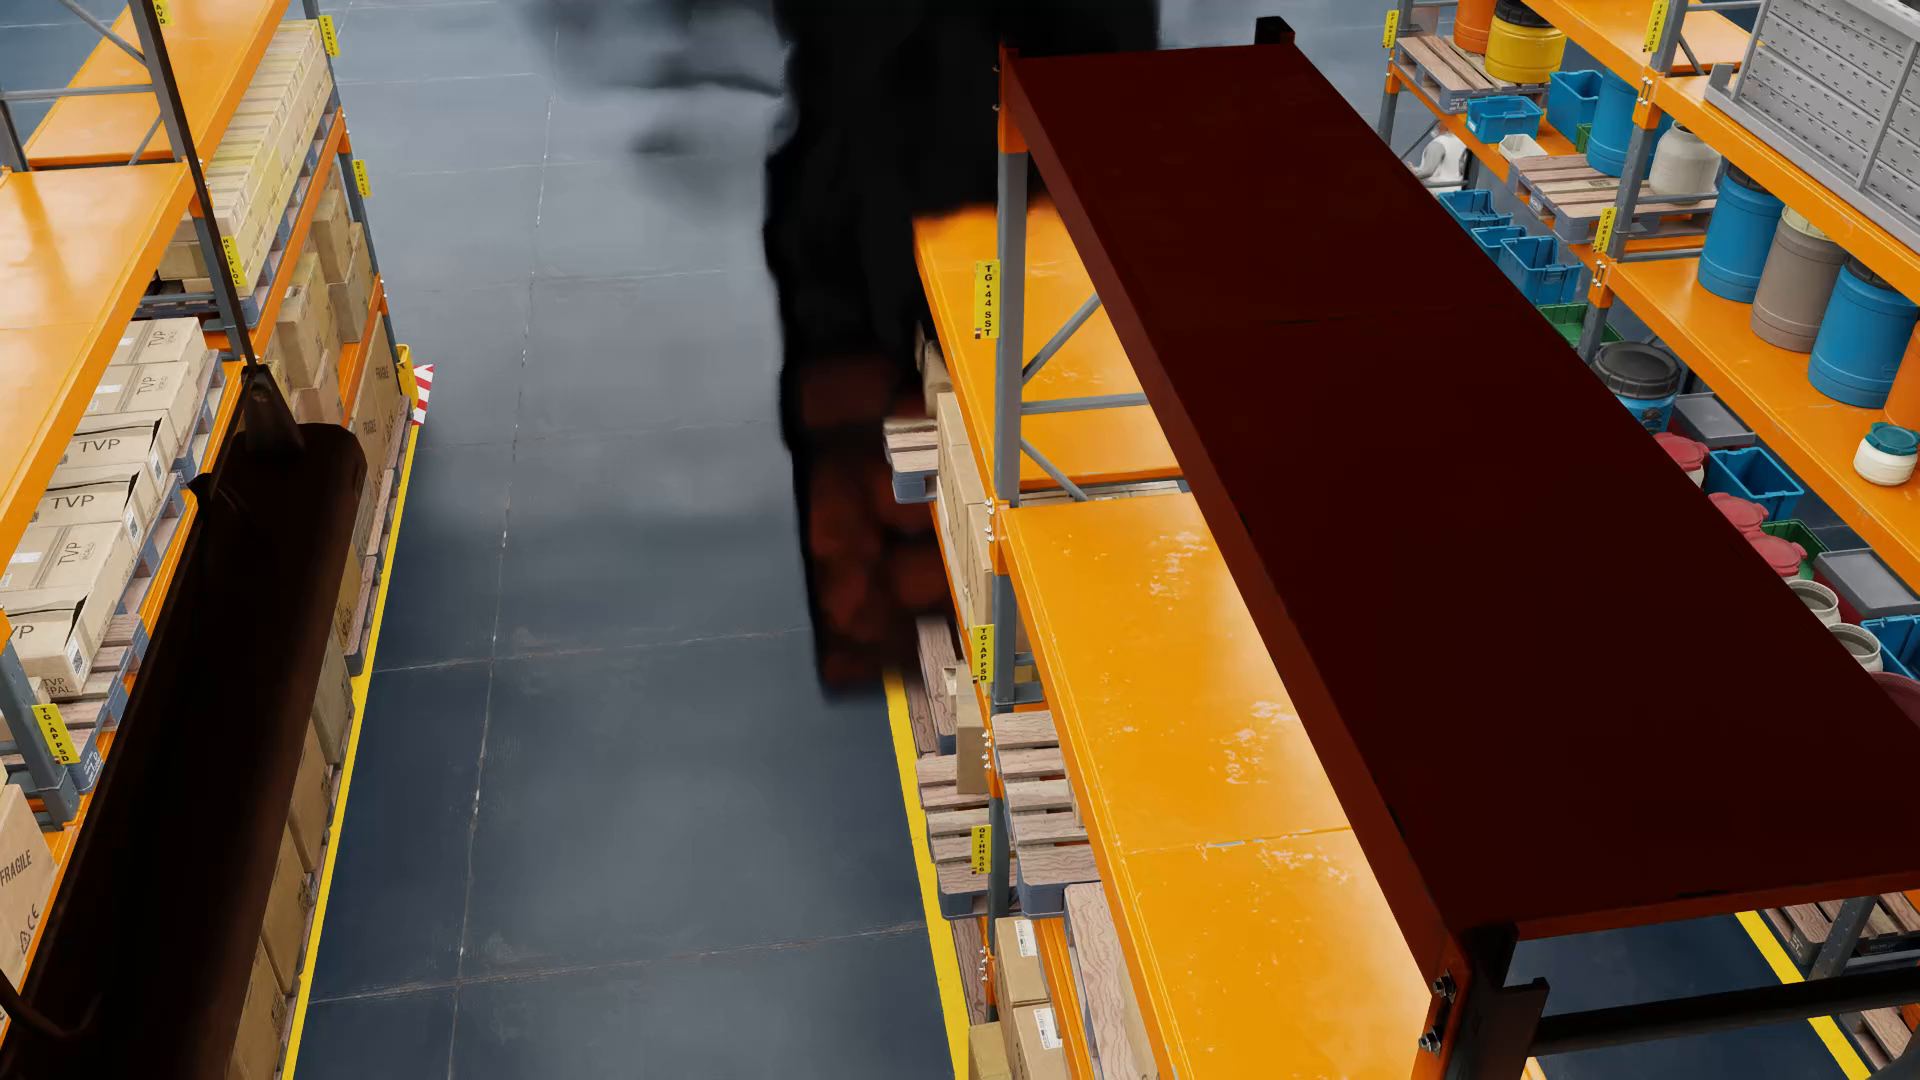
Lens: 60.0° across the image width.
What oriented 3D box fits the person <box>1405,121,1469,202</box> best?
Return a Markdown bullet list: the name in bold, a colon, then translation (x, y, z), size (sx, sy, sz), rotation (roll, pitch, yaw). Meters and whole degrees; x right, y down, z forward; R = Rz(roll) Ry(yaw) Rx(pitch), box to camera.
- **person**: translation (4.778, -3.571, 16.761), size (0.626, 1.735, 0.662), rotation (29, 45, 33)
